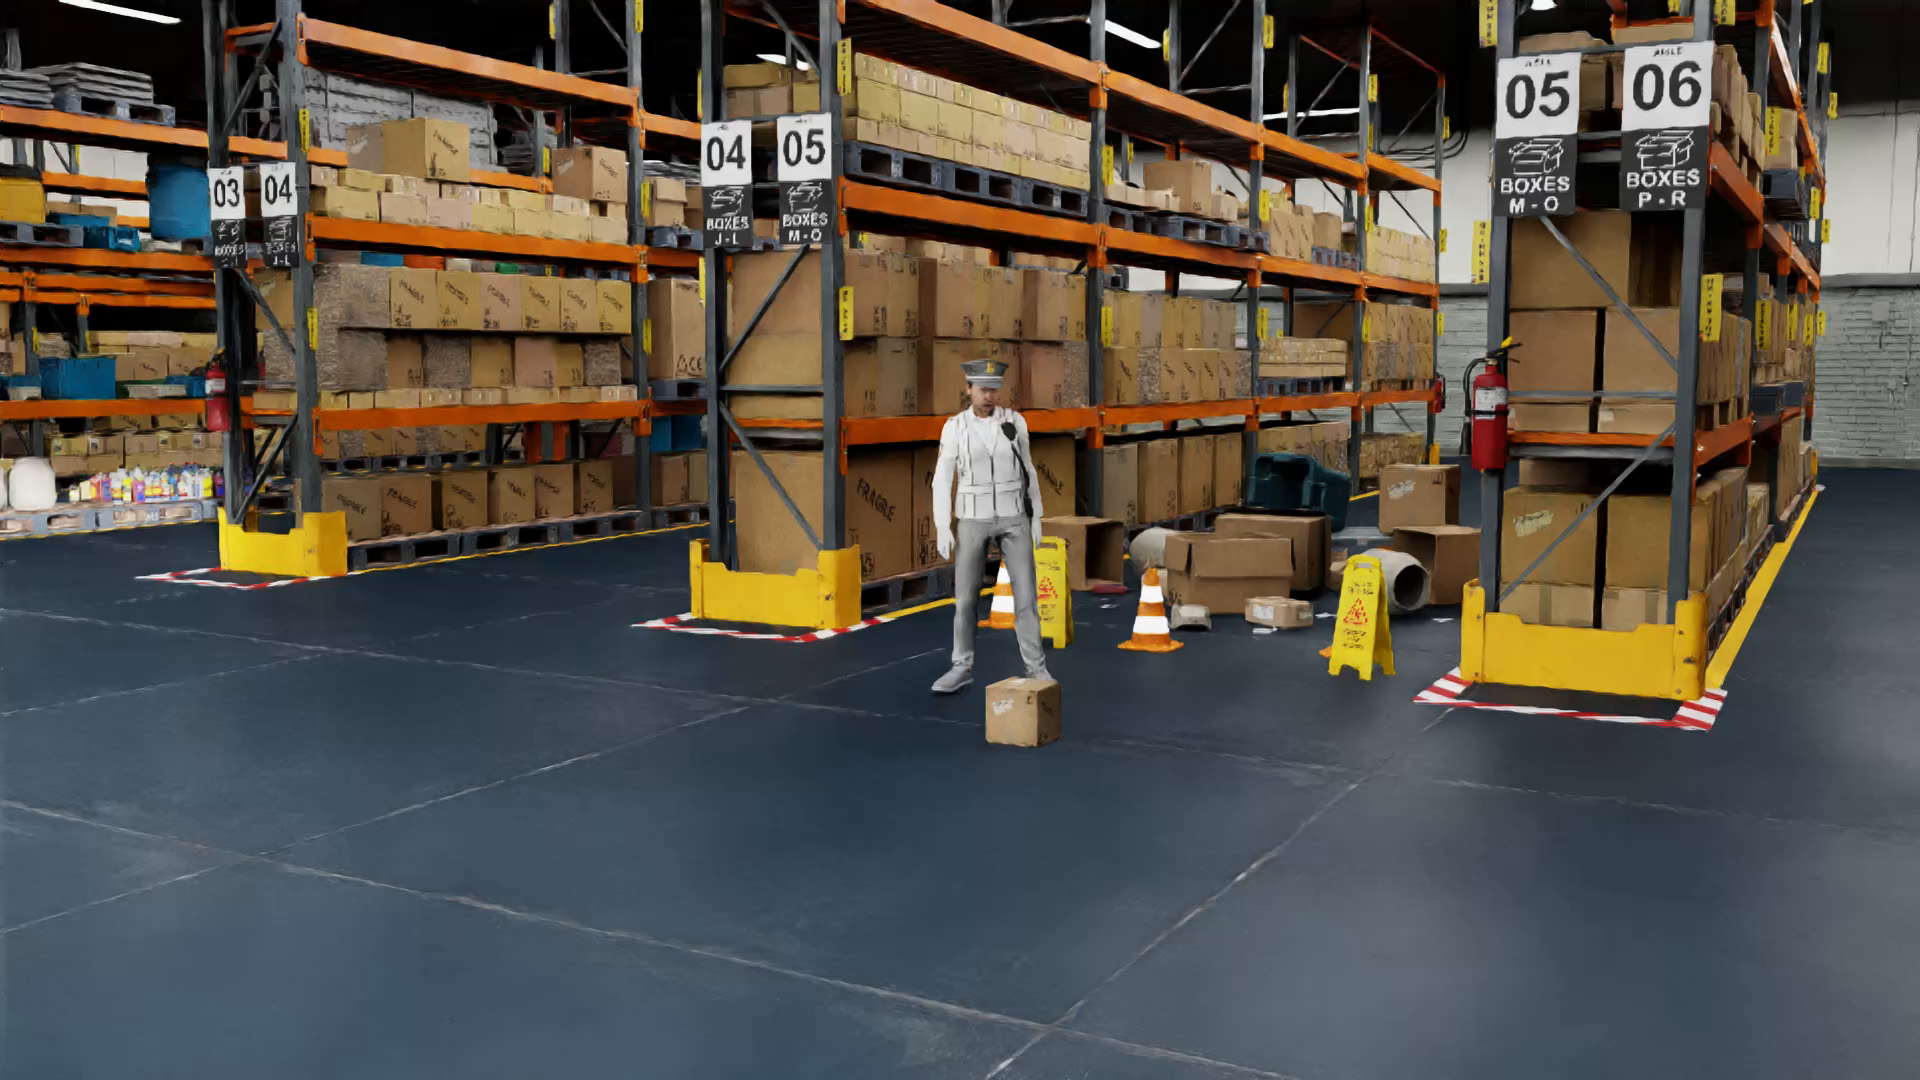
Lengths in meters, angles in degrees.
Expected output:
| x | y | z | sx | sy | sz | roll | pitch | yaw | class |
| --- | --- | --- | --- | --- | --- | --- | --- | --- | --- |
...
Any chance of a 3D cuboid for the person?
| x | y | z | sx | sy | sz | roll | pitch | yaw | class |
| --- | --- | --- | --- | --- | --- | --- | --- | --- | --- |
| 0.177 | -0.066 | 8.275 | 0.631 | 1.667 | 0.462 | -1 | 6 | -7 | person |
